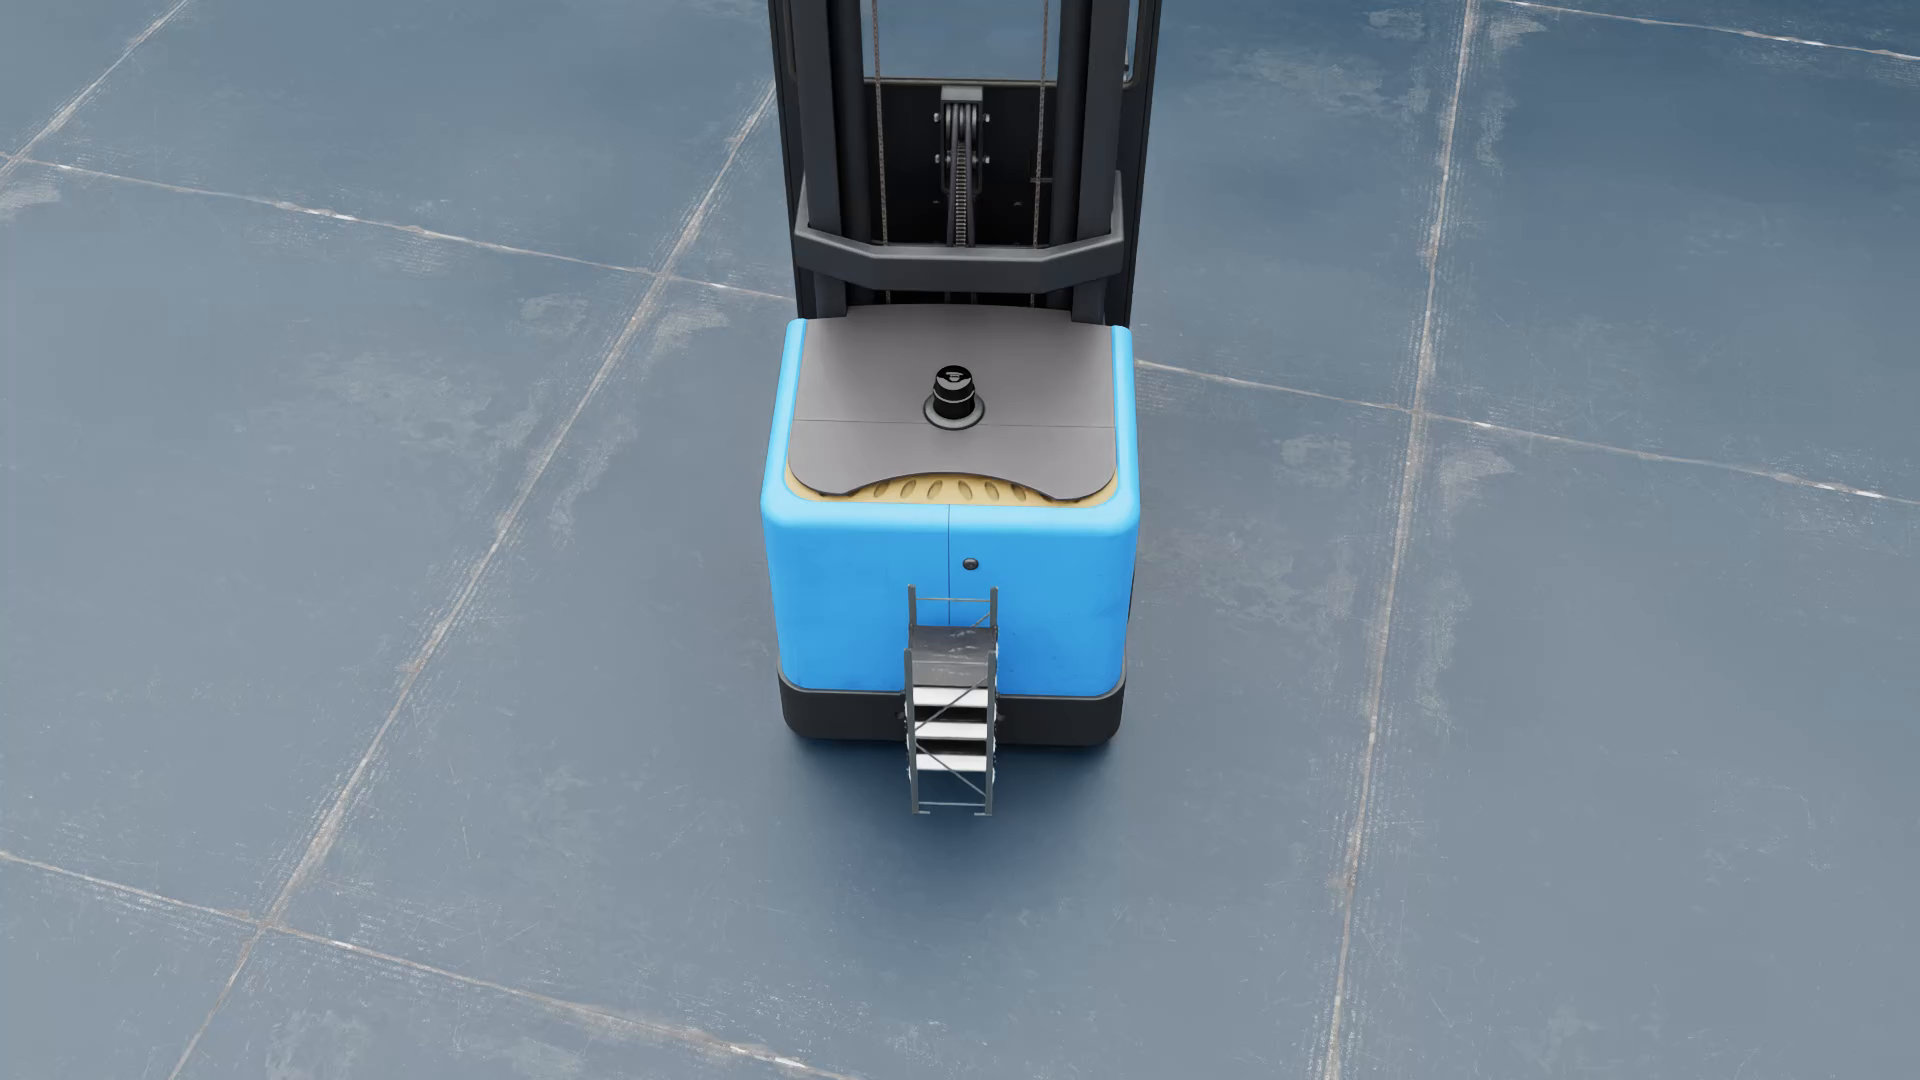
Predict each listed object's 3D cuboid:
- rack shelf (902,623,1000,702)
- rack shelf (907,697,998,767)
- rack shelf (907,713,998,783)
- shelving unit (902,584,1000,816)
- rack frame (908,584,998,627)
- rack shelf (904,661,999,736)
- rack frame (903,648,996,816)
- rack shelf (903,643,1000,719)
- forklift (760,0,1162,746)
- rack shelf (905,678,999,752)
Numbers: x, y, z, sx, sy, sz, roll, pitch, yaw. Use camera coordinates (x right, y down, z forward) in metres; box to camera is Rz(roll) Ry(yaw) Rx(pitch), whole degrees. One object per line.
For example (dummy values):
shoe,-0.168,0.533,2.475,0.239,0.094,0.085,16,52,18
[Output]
rack shelf,-0.022,0.333,4.532,0.258,0.077,0.200,2,53,1
rack shelf,-0.021,0.549,4.819,0.258,0.077,0.200,2,53,1
rack shelf,-0.021,0.603,4.891,0.258,0.077,0.200,2,53,1
shelving unit,-0.021,0.475,4.721,0.258,0.900,0.210,2,53,1
rack frame,-0.018,0.394,4.782,0.240,0.900,0.006,2,53,1
rack shelf,-0.022,0.441,4.676,0.258,0.077,0.200,2,53,1
rack frame,-0.025,0.556,4.660,0.240,0.900,0.006,2,53,1
rack shelf,-0.022,0.387,4.604,0.258,0.077,0.200,2,53,1
forklift,0.021,-1.436,5.063,1.130,2.935,3.031,1,49,1
rack shelf,-0.021,0.495,4.747,0.258,0.077,0.200,2,53,1
